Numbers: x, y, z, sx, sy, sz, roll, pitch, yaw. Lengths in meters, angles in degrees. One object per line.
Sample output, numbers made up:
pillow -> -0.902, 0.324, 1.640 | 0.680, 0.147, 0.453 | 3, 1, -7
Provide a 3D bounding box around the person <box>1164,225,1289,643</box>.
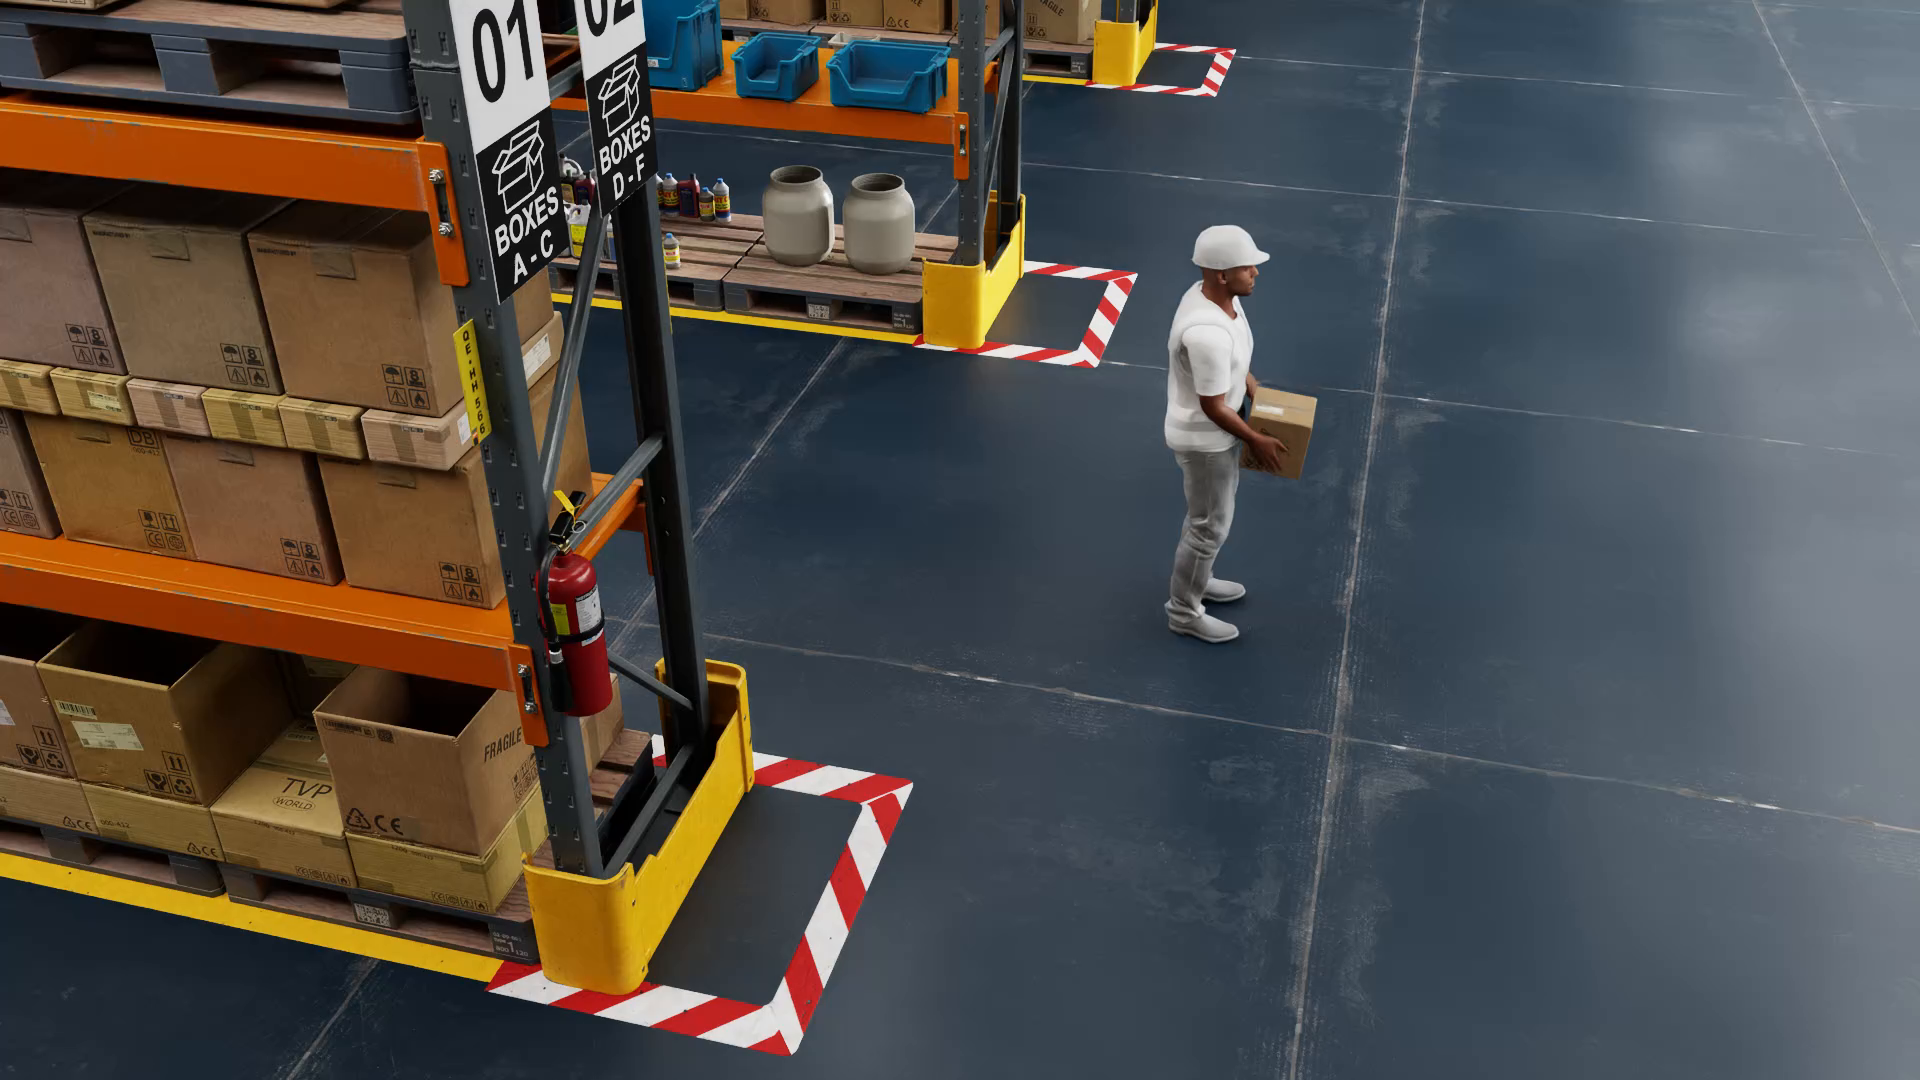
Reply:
person -> 1.089, -0.433, 6.792 | 0.520, 1.769, 0.558 | 8, 33, 12
